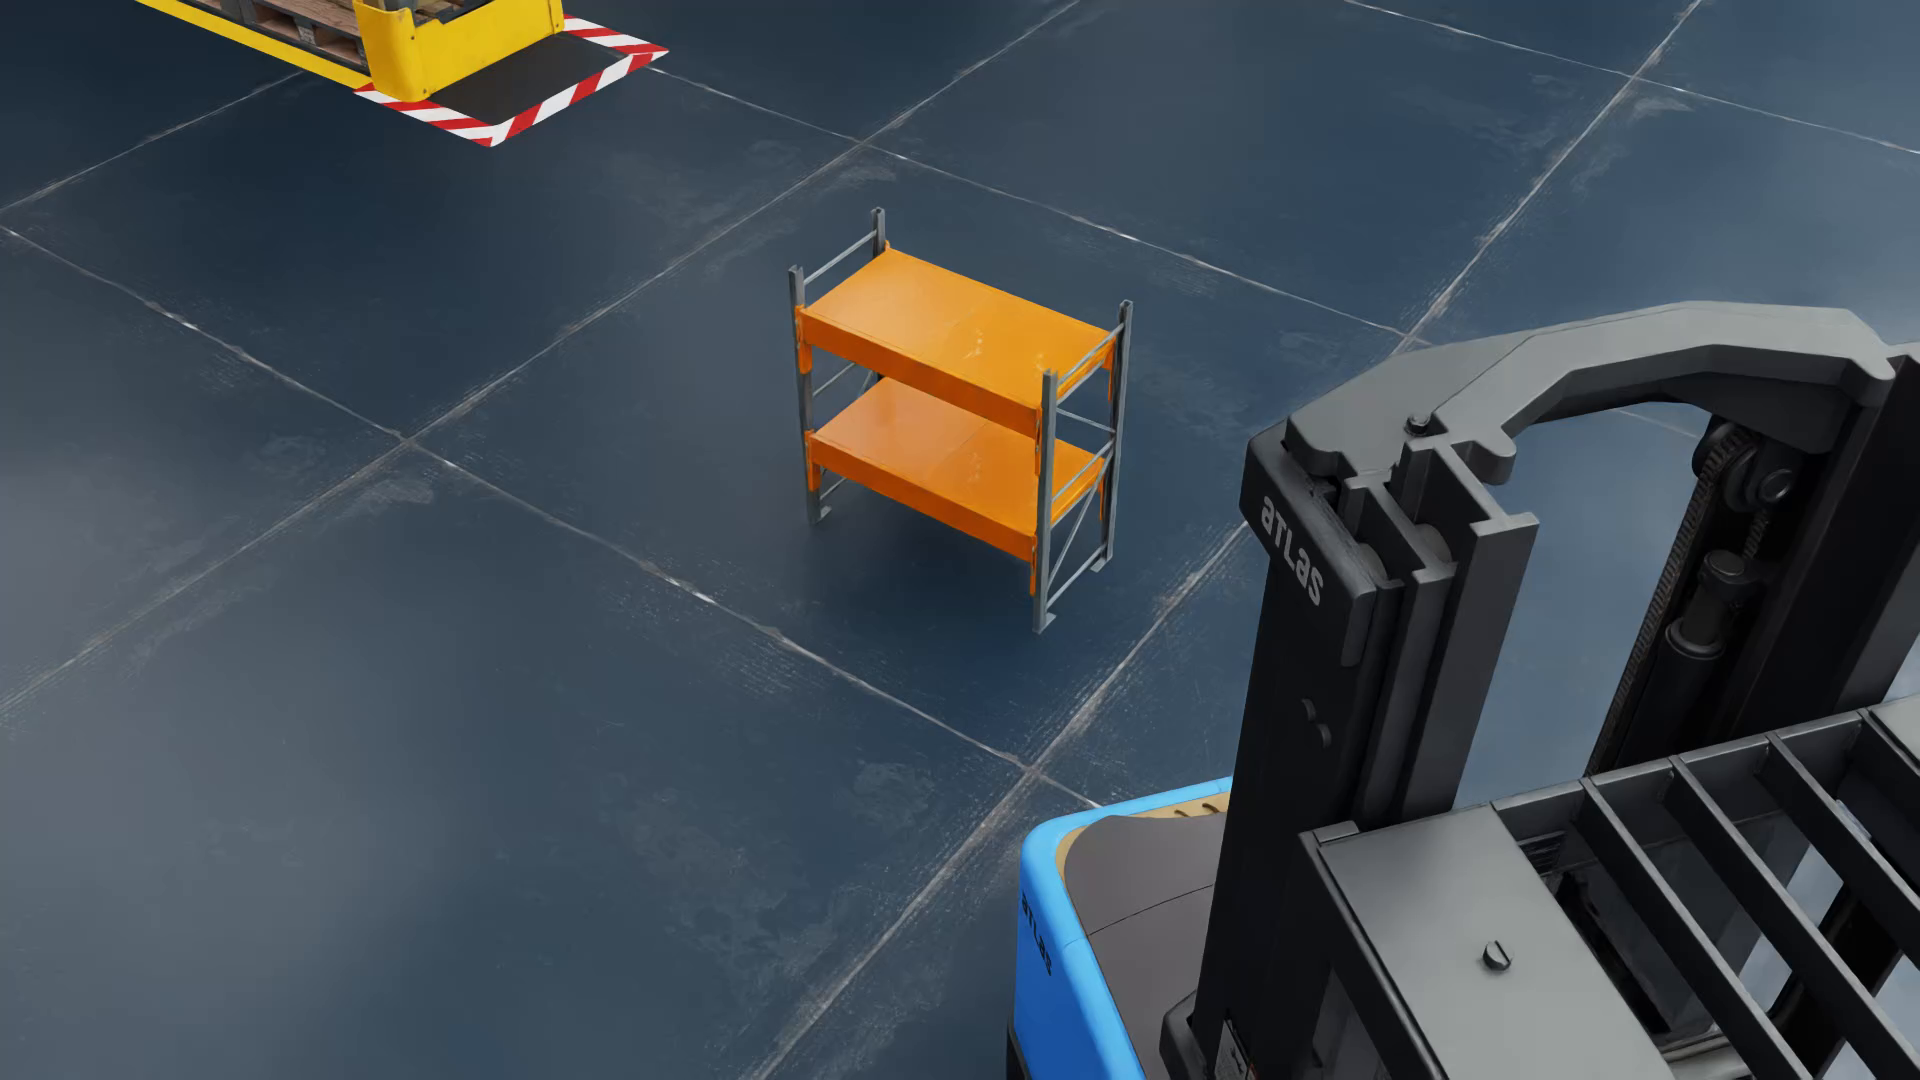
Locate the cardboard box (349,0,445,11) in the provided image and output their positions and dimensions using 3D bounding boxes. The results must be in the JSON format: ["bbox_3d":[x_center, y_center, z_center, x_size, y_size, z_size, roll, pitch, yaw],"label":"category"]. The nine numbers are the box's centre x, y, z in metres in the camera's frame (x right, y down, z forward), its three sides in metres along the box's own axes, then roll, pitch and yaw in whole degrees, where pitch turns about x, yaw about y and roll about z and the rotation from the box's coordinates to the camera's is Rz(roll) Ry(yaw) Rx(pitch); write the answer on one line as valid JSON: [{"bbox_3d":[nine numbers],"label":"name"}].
[{"bbox_3d":[-3.154,-3.257,9.200,0.500,0.500,0.500,-33,51,-31],"label":"cardboard box"}]

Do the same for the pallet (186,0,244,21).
[{"bbox_3d":[-4.354,-3.571,10.083,1.213,0.211,1.003,25,48,25],"label":"pallet"}]

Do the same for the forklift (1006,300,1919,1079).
[{"bbox_3d":[1.033,1.229,2.679,1.130,2.935,3.031,-11,43,-12],"label":"forklift"}]

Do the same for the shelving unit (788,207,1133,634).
[{"bbox_3d":[-0.006,-0.422,5.878,1.048,1.125,0.538,25,48,25],"label":"shelving unit"}]

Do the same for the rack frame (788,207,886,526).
[{"bbox_3d":[-0.422,-0.616,6.095,0.032,1.125,0.500,25,48,25],"label":"rack frame"}]

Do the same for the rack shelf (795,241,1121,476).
[{"bbox_3d":[-0.006,-0.640,5.683,1.000,0.278,0.538,25,48,25],"label":"rack shelf"}]

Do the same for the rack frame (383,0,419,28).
[{"bbox_3d":[-2.652,-3.784,8.229,0.127,3.000,1.000,25,48,25],"label":"rack frame"}]

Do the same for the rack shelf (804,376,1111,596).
[{"bbox_3d":[-0.006,-0.240,6.041,1.000,0.278,0.538,25,48,25],"label":"rack shelf"}]

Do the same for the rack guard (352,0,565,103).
[{"bbox_3d":[-2.714,-2.881,9.095,0.348,0.500,1.175,25,48,25],"label":"rack guard"}]

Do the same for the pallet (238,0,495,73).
[{"bbox_3d":[-3.359,-3.104,9.560,1.213,0.211,1.003,25,48,25],"label":"pallet"}]

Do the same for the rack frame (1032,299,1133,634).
[{"bbox_3d":[0.411,-0.227,5.660,0.032,1.125,0.500,25,48,25],"label":"rack frame"}]
